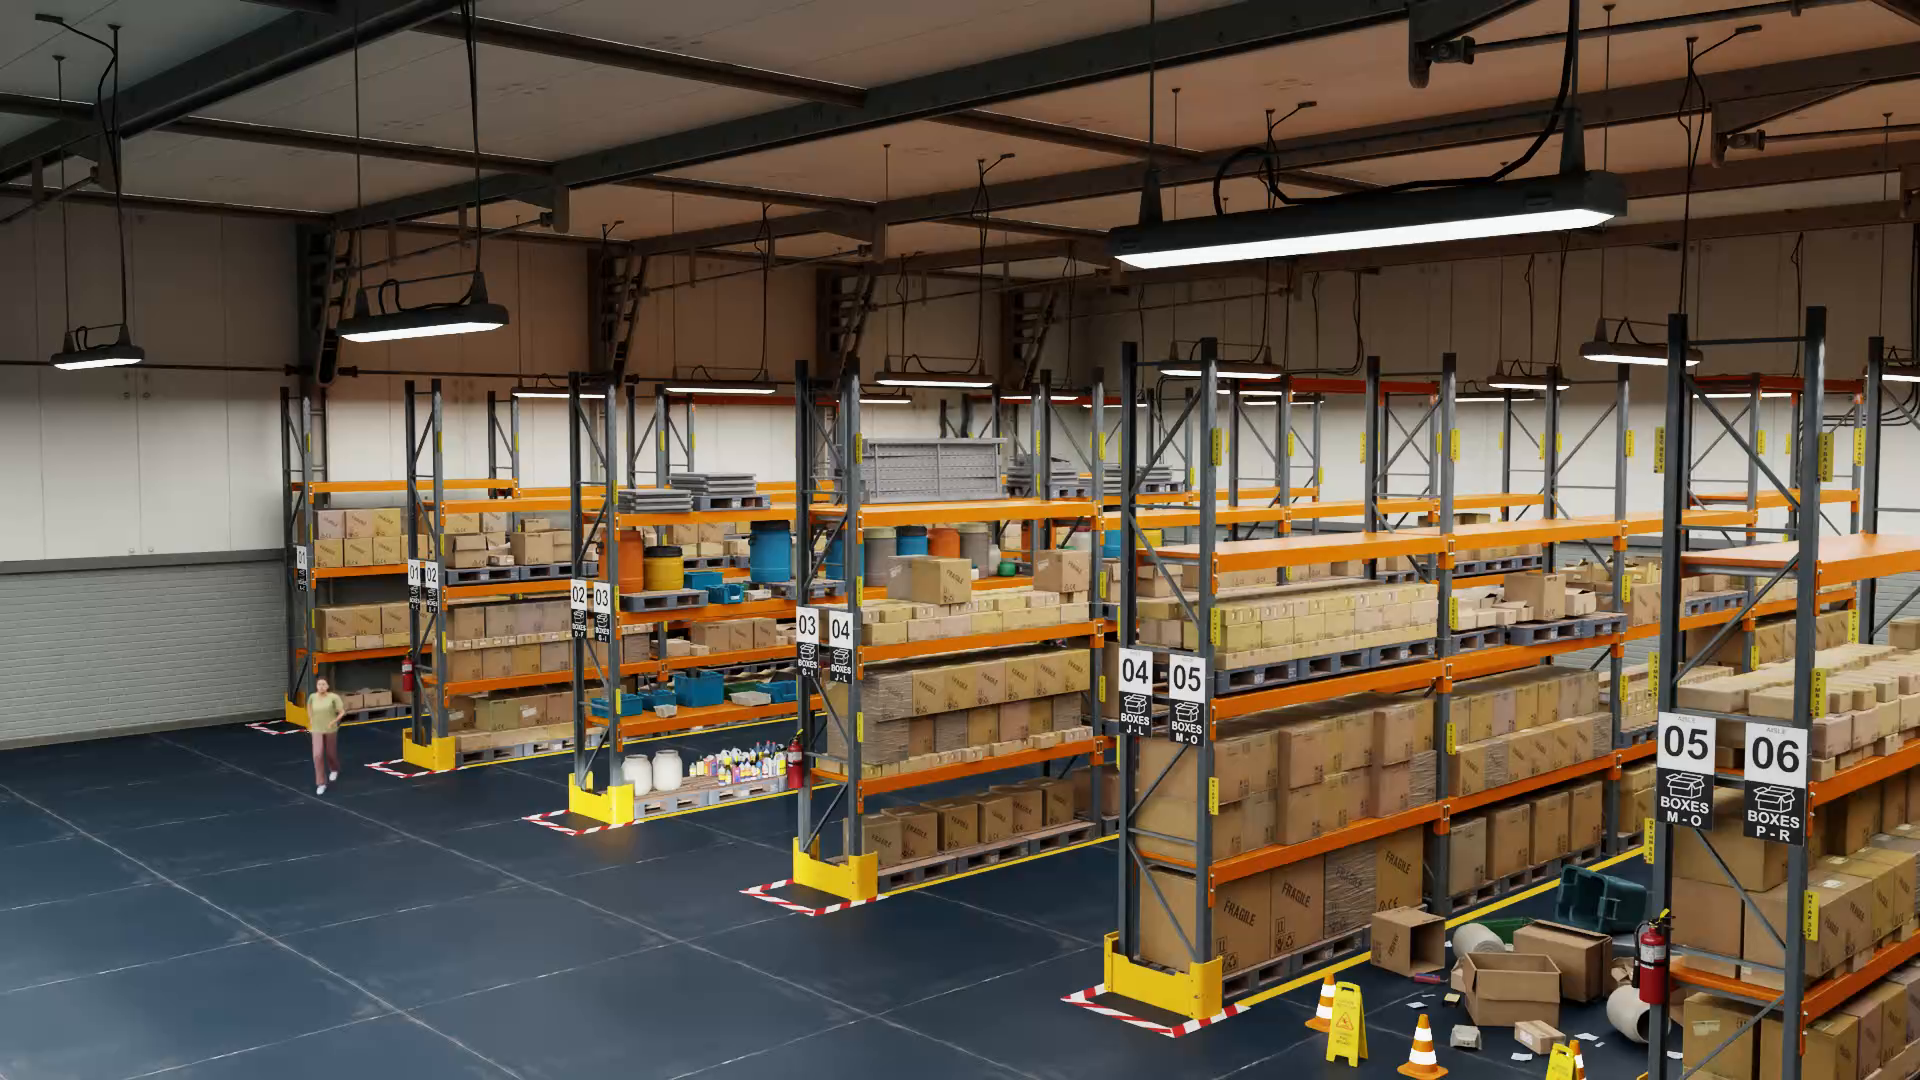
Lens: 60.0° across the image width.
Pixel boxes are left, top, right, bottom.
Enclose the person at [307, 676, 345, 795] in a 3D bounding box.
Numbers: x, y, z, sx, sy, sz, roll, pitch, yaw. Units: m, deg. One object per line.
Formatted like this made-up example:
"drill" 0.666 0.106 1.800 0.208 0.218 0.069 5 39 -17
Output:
"person" -9.224 2.793 24.190 0.556 1.668 0.921 -1 4 -11
